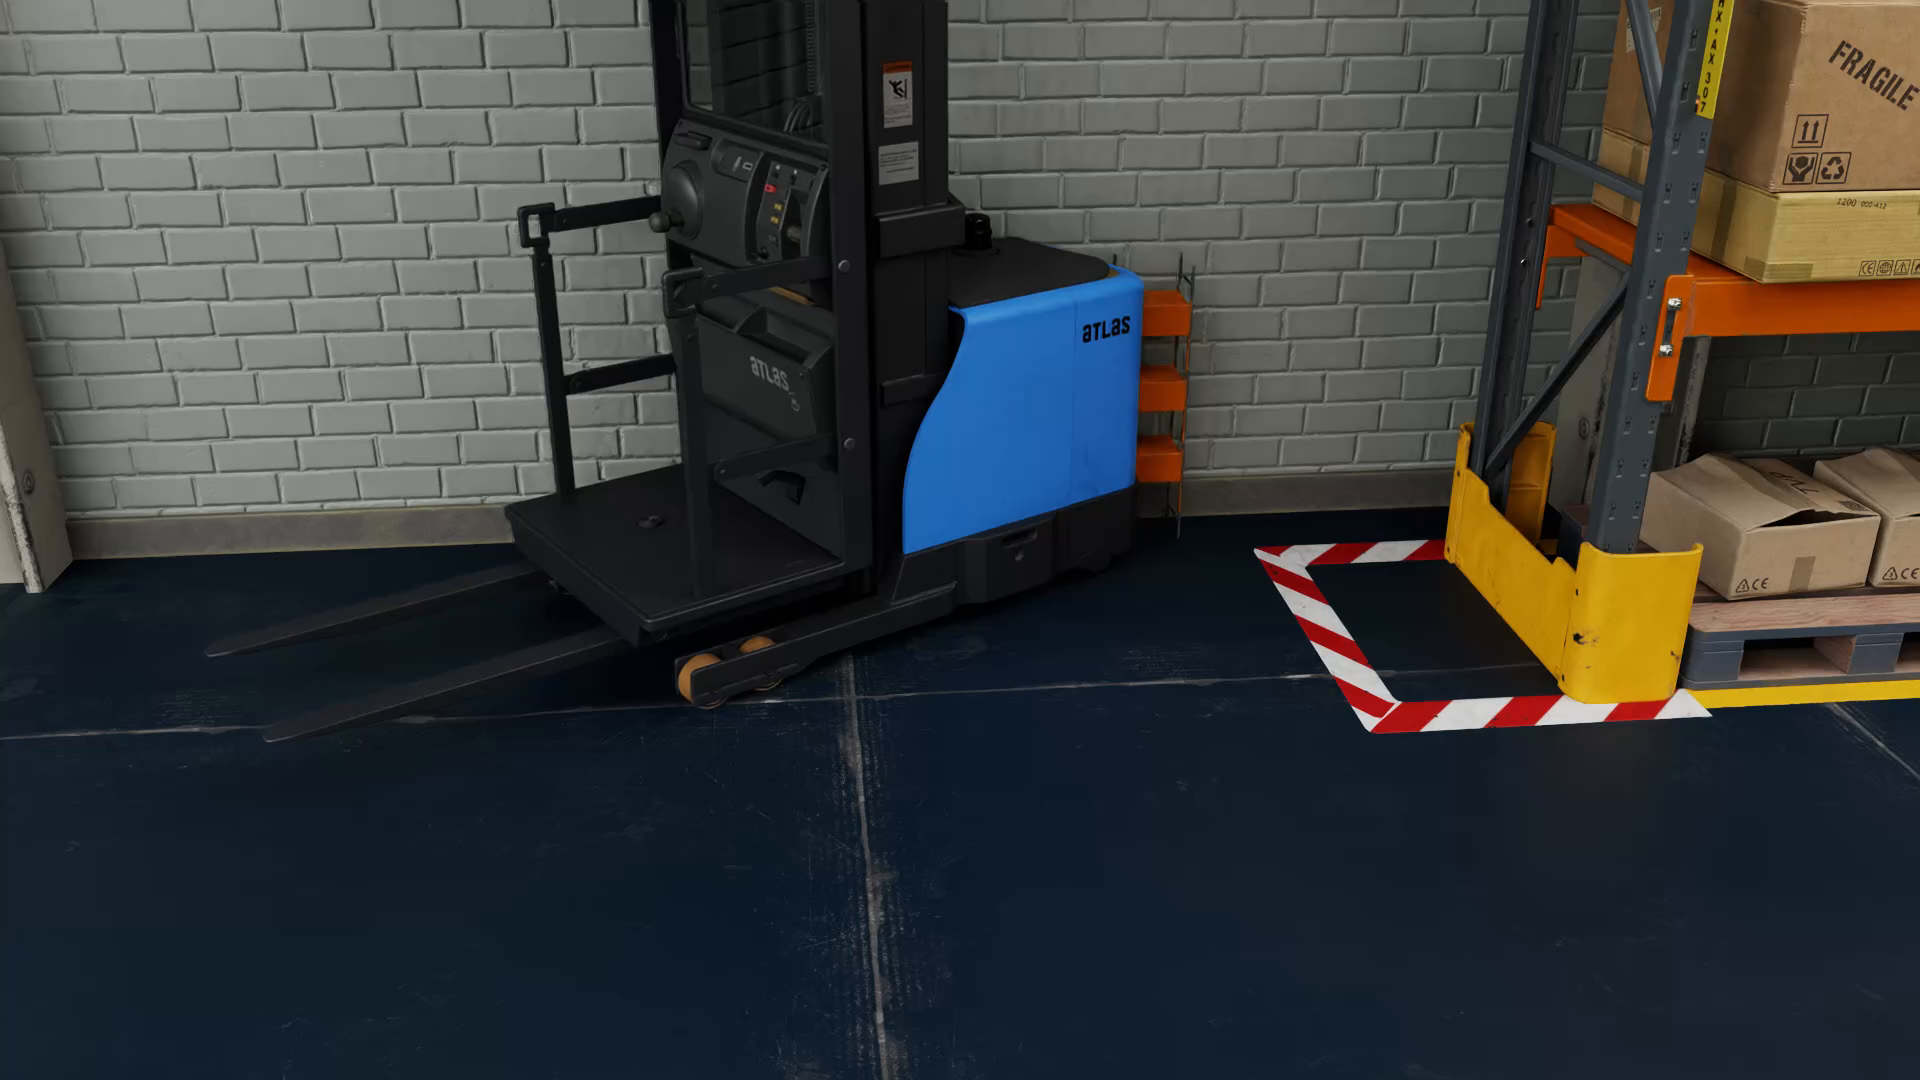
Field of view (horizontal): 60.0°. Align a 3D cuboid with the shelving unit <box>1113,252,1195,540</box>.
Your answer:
[{"bbox_3d":[0.688,-0.515,6.115,0.252,1.050,0.215,-3,24,-6],"label":"shelving unit"}]

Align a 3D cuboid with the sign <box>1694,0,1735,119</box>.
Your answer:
[{"bbox_3d":[1.982,-1.280,4.371,0.005,0.325,0.100,-2,24,-5],"label":"sign"}]

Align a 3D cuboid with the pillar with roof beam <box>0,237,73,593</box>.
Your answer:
[{"bbox_3d":[-3.008,-2.243,0.217,0.400,9.000,9.100,-2,24,-5],"label":"pillar with roof beam"}]

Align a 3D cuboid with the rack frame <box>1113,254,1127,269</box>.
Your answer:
[{"bbox_3d":[0.567,-0.509,6.102,0.008,1.050,0.200,-3,24,-6],"label":"rack frame"}]

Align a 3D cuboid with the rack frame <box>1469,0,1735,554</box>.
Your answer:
[{"bbox_3d":[1.928,-1.104,5.040,0.127,3.000,1.000,-2,24,-5],"label":"rack frame"}]

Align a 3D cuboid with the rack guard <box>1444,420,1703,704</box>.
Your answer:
[{"bbox_3d":[2.004,0.036,5.554,0.348,0.500,1.175,-2,24,-5],"label":"rack guard"}]

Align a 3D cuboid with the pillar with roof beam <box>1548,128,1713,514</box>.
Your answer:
[{"bbox_3d":[2.963,-2.482,0.756,0.400,9.000,9.100,-2,24,-5],"label":"pillar with roof beam"}]

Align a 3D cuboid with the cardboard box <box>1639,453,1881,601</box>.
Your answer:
[{"bbox_3d":[2.626,-0.067,5.477,0.500,0.311,0.500,-5,24,-11],"label":"cardboard box"}]

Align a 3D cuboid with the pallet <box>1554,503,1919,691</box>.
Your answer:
[{"bbox_3d":[2.816,0.149,5.654,1.213,0.211,1.003,-2,24,-5],"label":"pallet"}]

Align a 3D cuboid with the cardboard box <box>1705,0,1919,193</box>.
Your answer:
[{"bbox_3d":[2.433,-1.284,4.683,0.500,0.500,0.500,-2,24,-5],"label":"cardboard box"}]

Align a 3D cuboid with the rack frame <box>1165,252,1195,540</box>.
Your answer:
[{"bbox_3d":[0.809,-0.520,6.128,0.008,1.050,0.200,-3,24,-6],"label":"rack frame"}]

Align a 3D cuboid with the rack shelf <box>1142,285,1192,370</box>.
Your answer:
[{"bbox_3d":[0.688,-0.764,6.004,0.240,0.259,0.215,-3,24,-6],"label":"rack shelf"}]

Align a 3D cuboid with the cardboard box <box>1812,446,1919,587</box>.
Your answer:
[{"bbox_3d":[3.193,-0.090,5.528,0.500,0.311,0.500,0,24,-1],"label":"cardboard box"}]

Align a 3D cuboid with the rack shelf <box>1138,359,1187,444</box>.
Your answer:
[{"bbox_3d":[0.688,-0.505,6.120,0.240,0.259,0.215,-3,24,-6],"label":"rack shelf"}]

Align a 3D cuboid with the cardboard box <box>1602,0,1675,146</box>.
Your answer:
[{"bbox_3d":[2.376,-1.492,5.150,0.500,0.500,0.500,-3,24,-6],"label":"cardboard box"}]

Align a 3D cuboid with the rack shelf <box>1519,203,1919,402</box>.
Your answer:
[{"bbox_3d":[3.918,-0.855,5.366,4.000,0.370,1.077,-2,24,-5],"label":"rack shelf"}]

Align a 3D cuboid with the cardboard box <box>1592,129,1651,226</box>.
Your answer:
[{"bbox_3d":[2.374,-1.141,5.284,0.500,0.250,0.500,-2,24,-4],"label":"cardboard box"}]

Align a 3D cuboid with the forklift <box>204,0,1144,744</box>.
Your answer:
[{"bbox_3d":[-0.844,-1.065,5.037,3.031,2.935,1.130,-17,29,-33],"label":"forklift"}]

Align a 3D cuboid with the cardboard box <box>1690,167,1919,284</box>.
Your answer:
[{"bbox_3d":[2.445,-0.935,4.821,0.500,0.250,0.500,-3,24,-7],"label":"cardboard box"}]

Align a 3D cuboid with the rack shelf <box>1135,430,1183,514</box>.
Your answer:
[{"bbox_3d":[0.688,-0.251,6.233,0.240,0.259,0.215,-3,24,-6],"label":"rack shelf"}]
